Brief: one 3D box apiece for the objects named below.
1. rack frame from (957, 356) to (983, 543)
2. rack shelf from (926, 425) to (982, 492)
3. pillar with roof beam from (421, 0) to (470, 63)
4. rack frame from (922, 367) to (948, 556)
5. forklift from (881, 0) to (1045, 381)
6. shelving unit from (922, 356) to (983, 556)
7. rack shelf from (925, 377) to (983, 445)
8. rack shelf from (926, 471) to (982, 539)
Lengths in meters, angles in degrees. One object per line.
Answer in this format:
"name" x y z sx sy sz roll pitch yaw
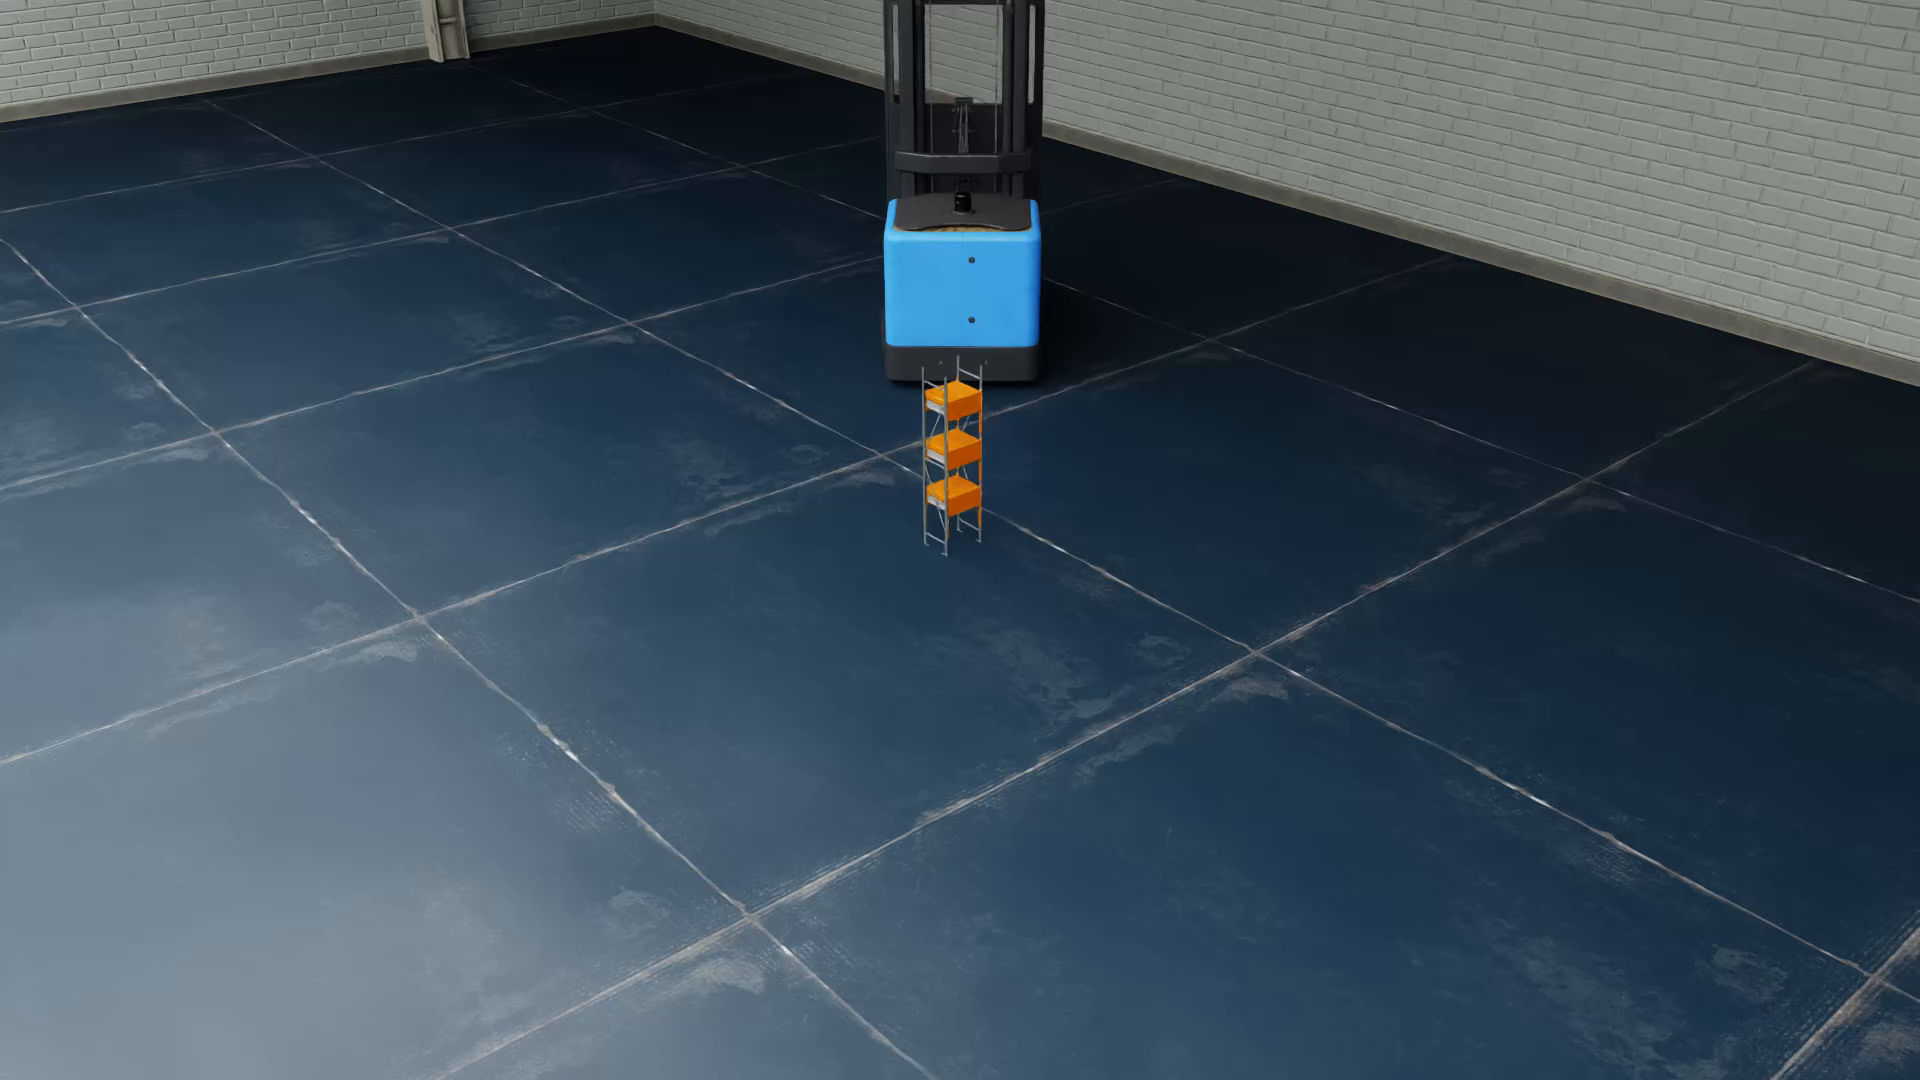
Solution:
"rack frame" 0.052 -0.484 9.042 0.008 1.050 0.200 -22 35 -35
"rack shelf" -0.041 -0.437 8.977 0.240 0.259 0.215 -22 35 -35
"pillar with roof beam" -3.406 -8.280 15.196 0.400 9.000 9.100 -22 35 -35
"rack frame" -0.134 -0.409 8.902 0.008 1.050 0.200 -22 35 -35
"forklift" 0.029 -3.004 11.761 1.130 2.935 3.031 0 28 0
"shelving unit" -0.041 -0.447 8.972 0.252 1.050 0.215 -22 35 -35
"rack shelf" -0.041 -0.688 8.843 0.240 0.259 0.215 -22 35 -35
"rack shelf" -0.041 -0.192 9.108 0.240 0.259 0.215 -22 35 -35
